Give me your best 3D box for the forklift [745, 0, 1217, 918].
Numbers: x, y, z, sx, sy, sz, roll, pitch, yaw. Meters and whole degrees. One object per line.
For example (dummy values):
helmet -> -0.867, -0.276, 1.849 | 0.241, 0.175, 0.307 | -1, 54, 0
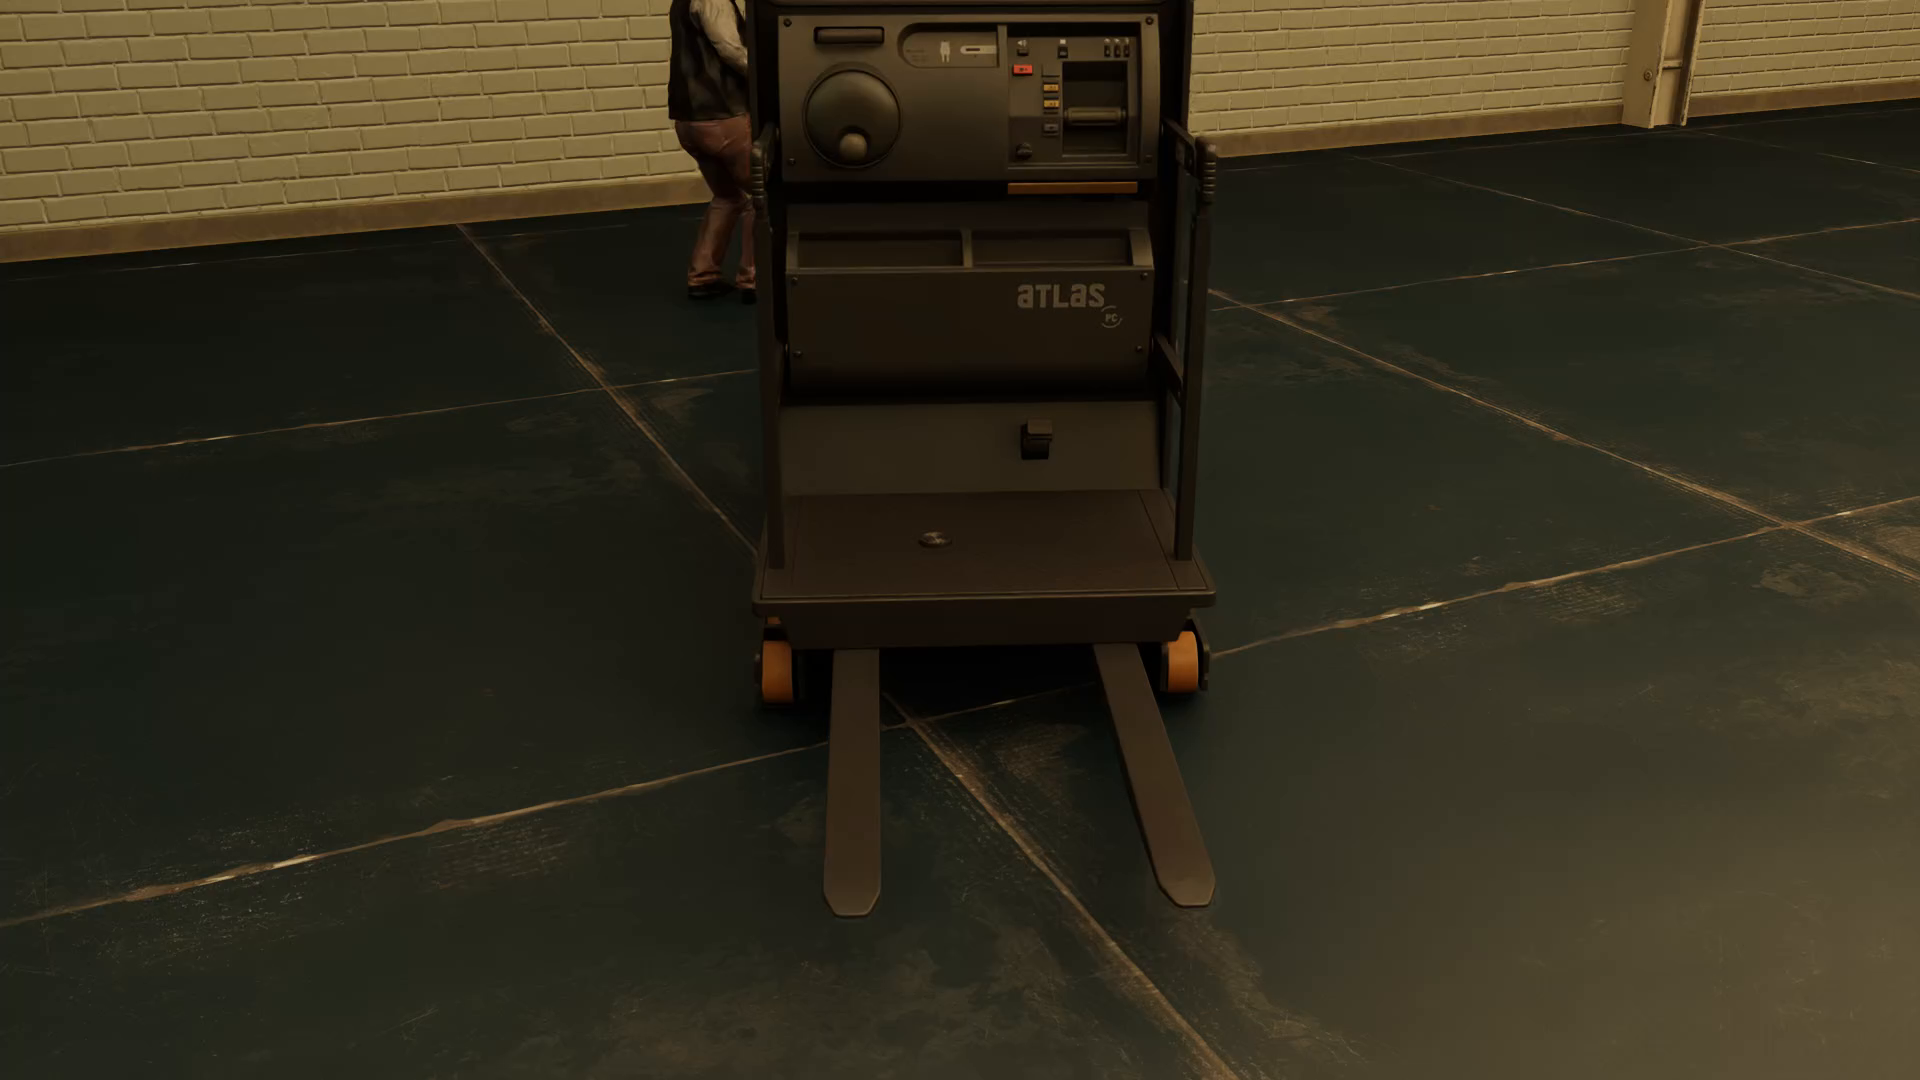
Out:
forklift -> 0.037, -1.072, 3.866 | 1.130, 2.935, 3.031 | -1, 23, -3

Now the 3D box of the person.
person -> -1.070, -1.921, 7.587 | 0.524, 1.676, 0.753 | -14, 26, -31
